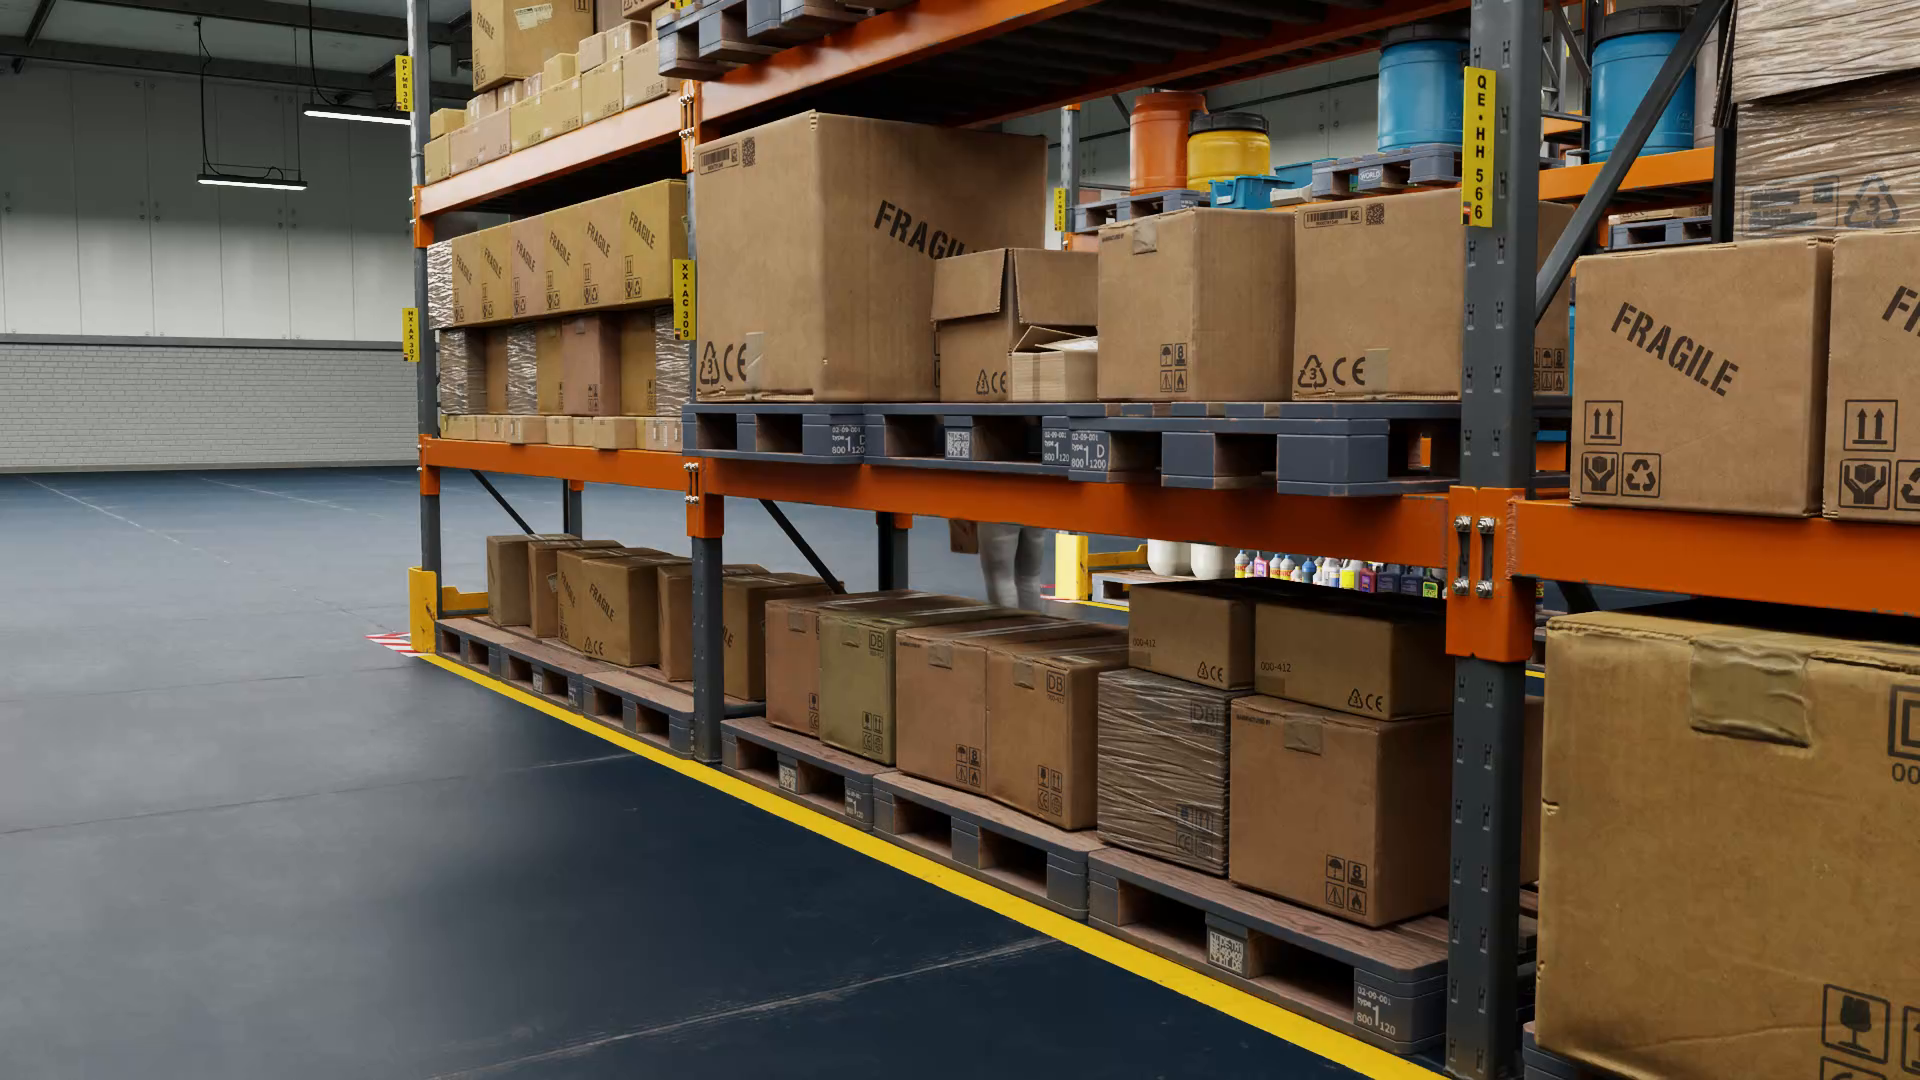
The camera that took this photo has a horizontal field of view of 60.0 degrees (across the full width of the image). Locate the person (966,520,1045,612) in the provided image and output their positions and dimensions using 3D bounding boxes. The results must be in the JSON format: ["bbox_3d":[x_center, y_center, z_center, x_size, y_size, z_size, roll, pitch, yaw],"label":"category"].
[{"bbox_3d":[0.235,-0.177,9.693,0.570,1.778,0.601,-3,5,-29],"label":"person"}]
